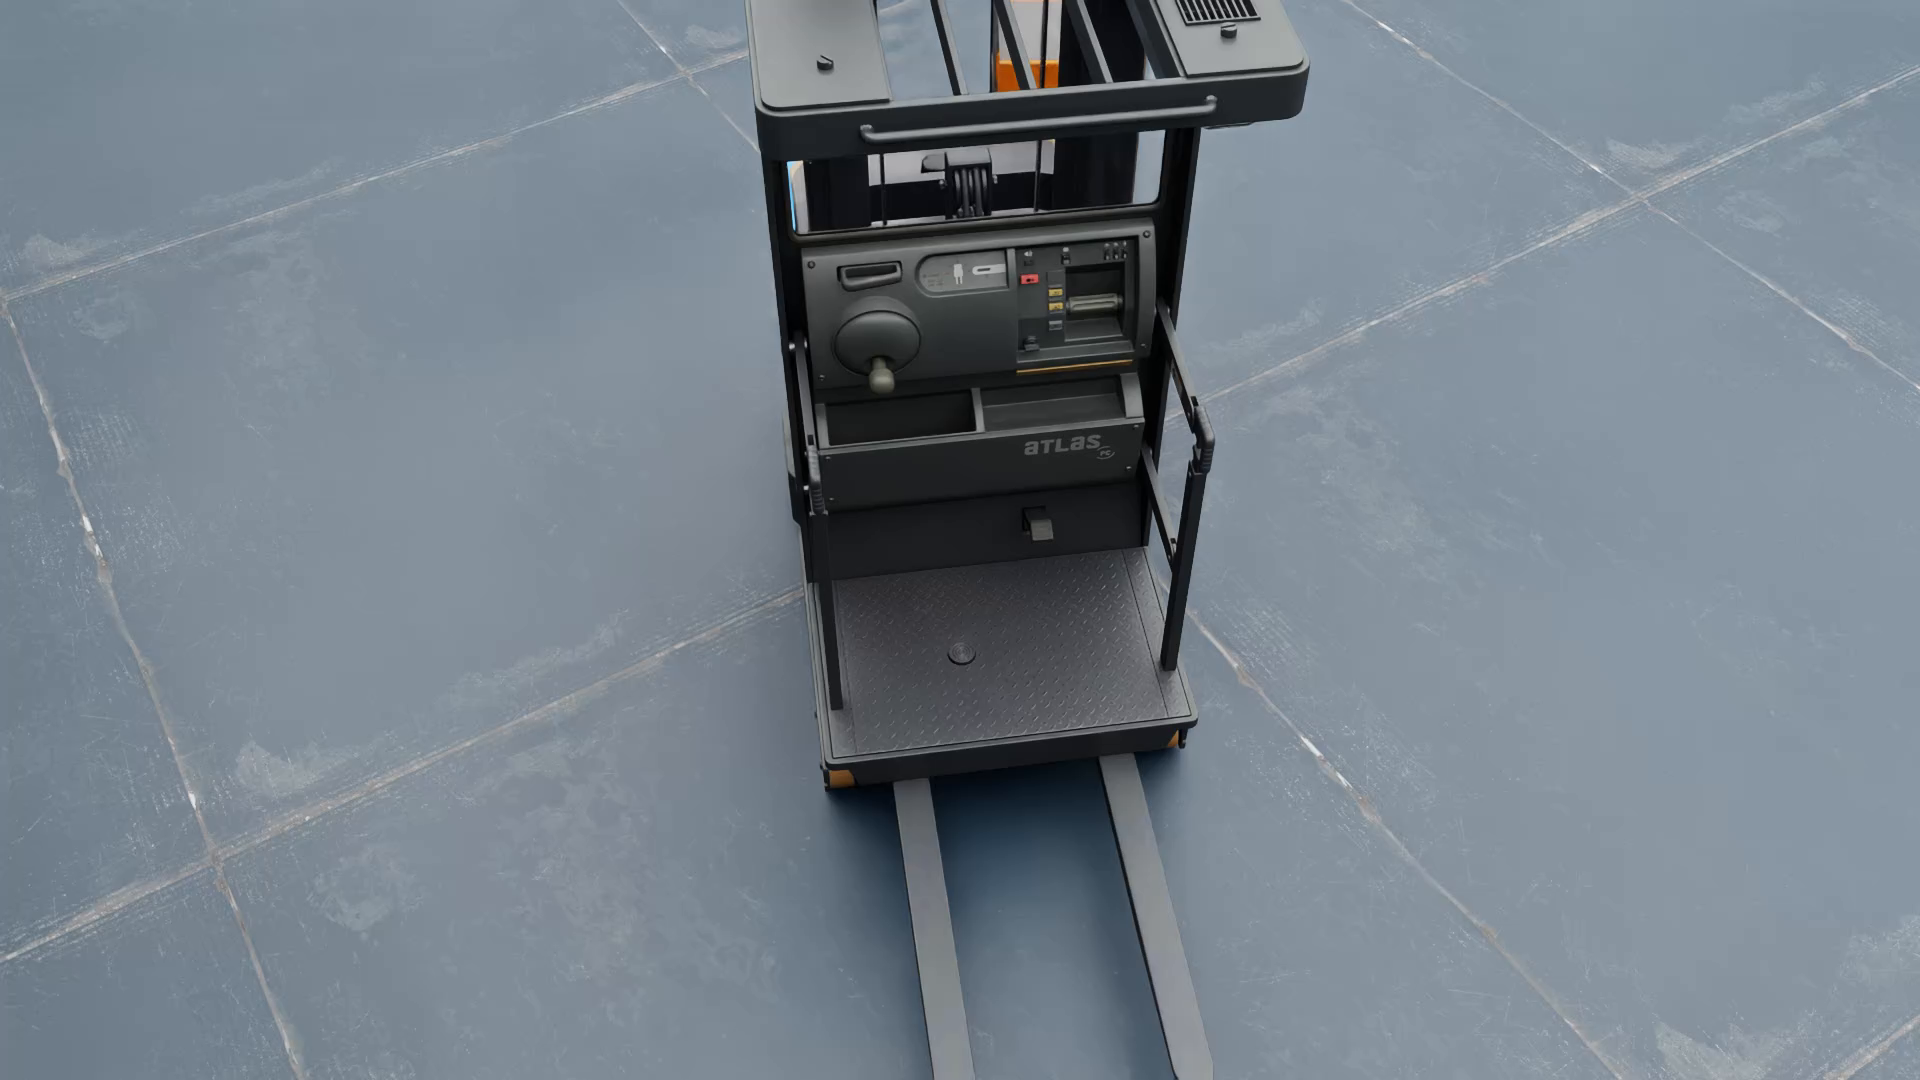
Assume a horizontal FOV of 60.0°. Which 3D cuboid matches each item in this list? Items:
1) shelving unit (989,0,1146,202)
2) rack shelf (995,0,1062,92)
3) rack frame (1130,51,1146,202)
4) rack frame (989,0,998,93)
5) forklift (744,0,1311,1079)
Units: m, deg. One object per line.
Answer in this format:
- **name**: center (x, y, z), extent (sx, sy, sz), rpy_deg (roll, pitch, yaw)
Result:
- **shelving unit**: center (0.357, -1.578, 5.749), extent (0.503, 2.100, 0.431), rpy_deg (0, 48, 0)
- **rack shelf**: center (0.357, -1.569, 5.759), extent (0.480, 0.518, 0.431), rpy_deg (0, 48, 0)
- **rack frame**: center (0.601, -1.579, 5.750), extent (0.015, 2.100, 0.400), rpy_deg (0, 48, 0)
- **rack frame**: center (0.113, -1.577, 5.748), extent (0.015, 2.100, 0.400), rpy_deg (0, 48, 0)
- **forklift**: center (0.090, -0.511, 4.242), extent (1.130, 2.935, 3.031), rpy_deg (-6, 49, -5)
